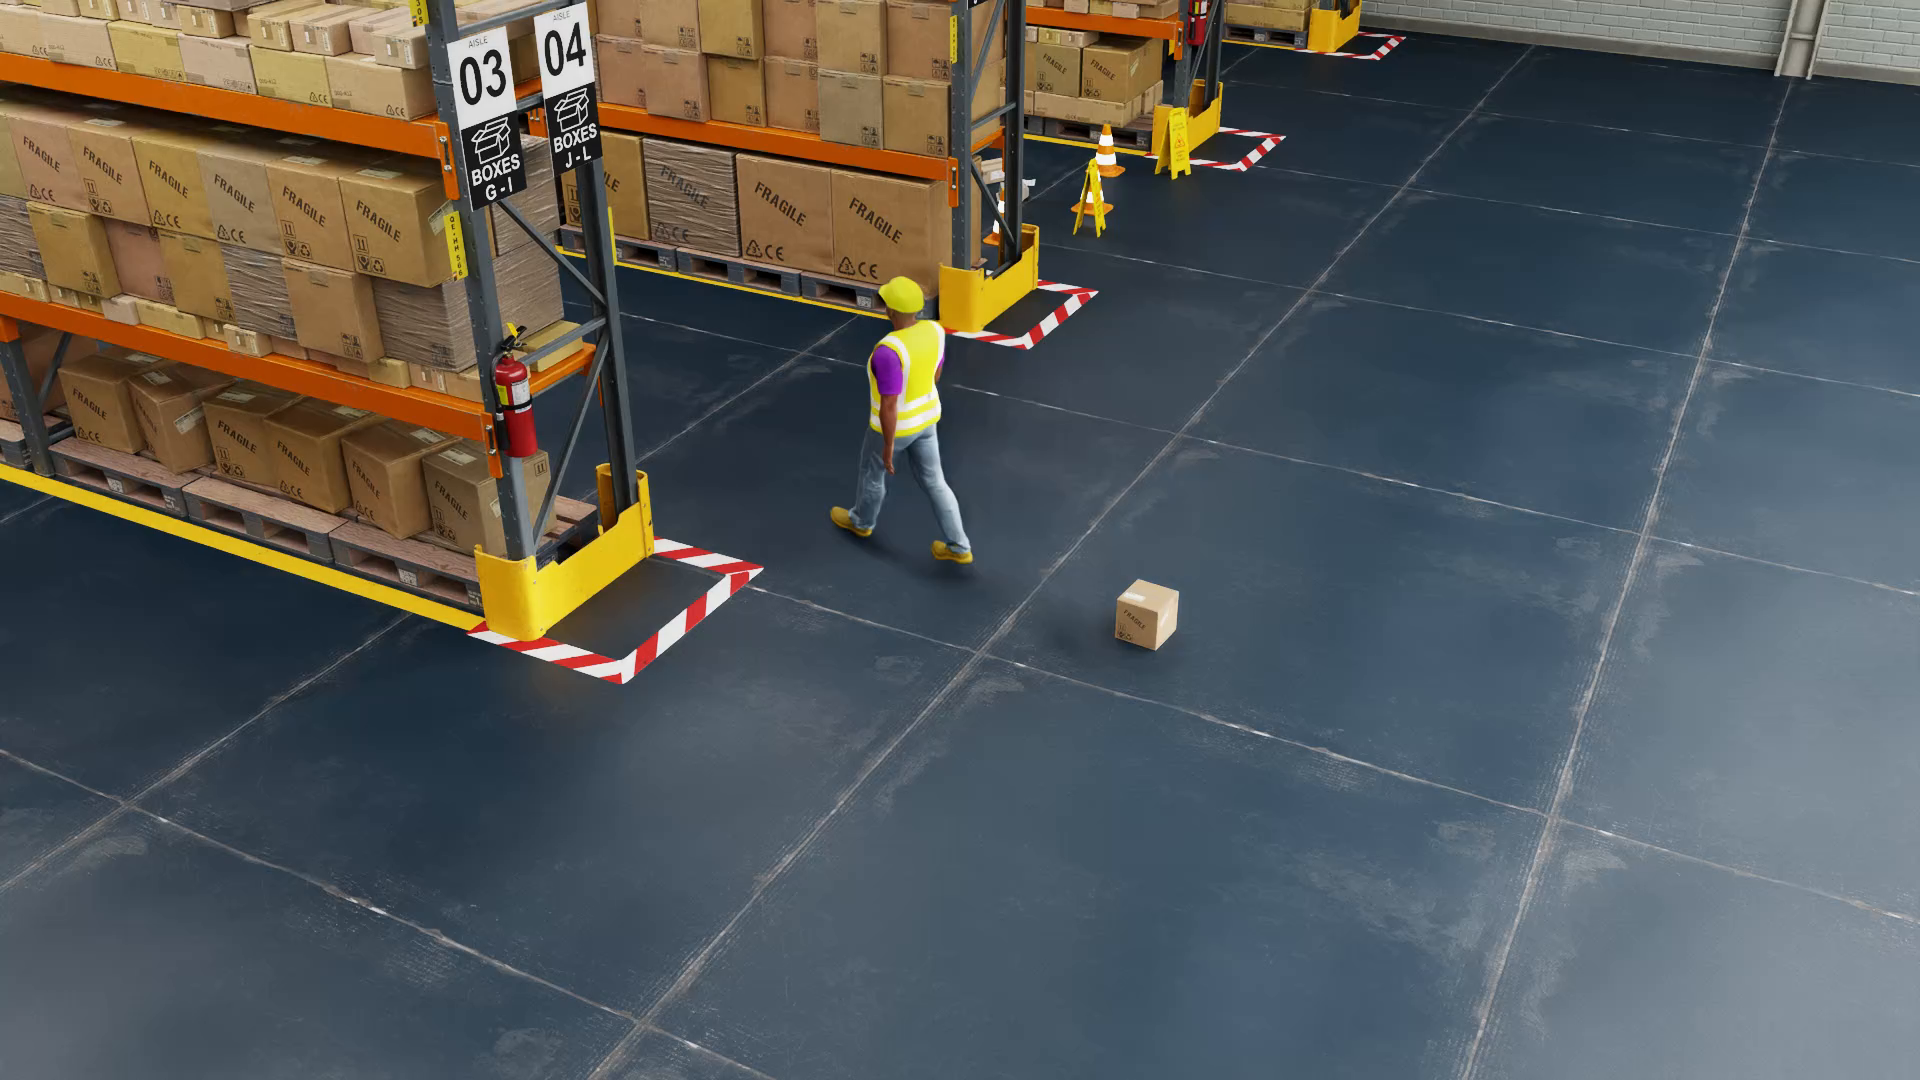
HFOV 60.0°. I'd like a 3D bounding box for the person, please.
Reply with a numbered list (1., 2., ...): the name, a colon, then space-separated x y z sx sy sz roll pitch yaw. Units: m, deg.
1. person: -0.330 -0.715 9.518 0.613 1.724 1.047 -26 39 -37
